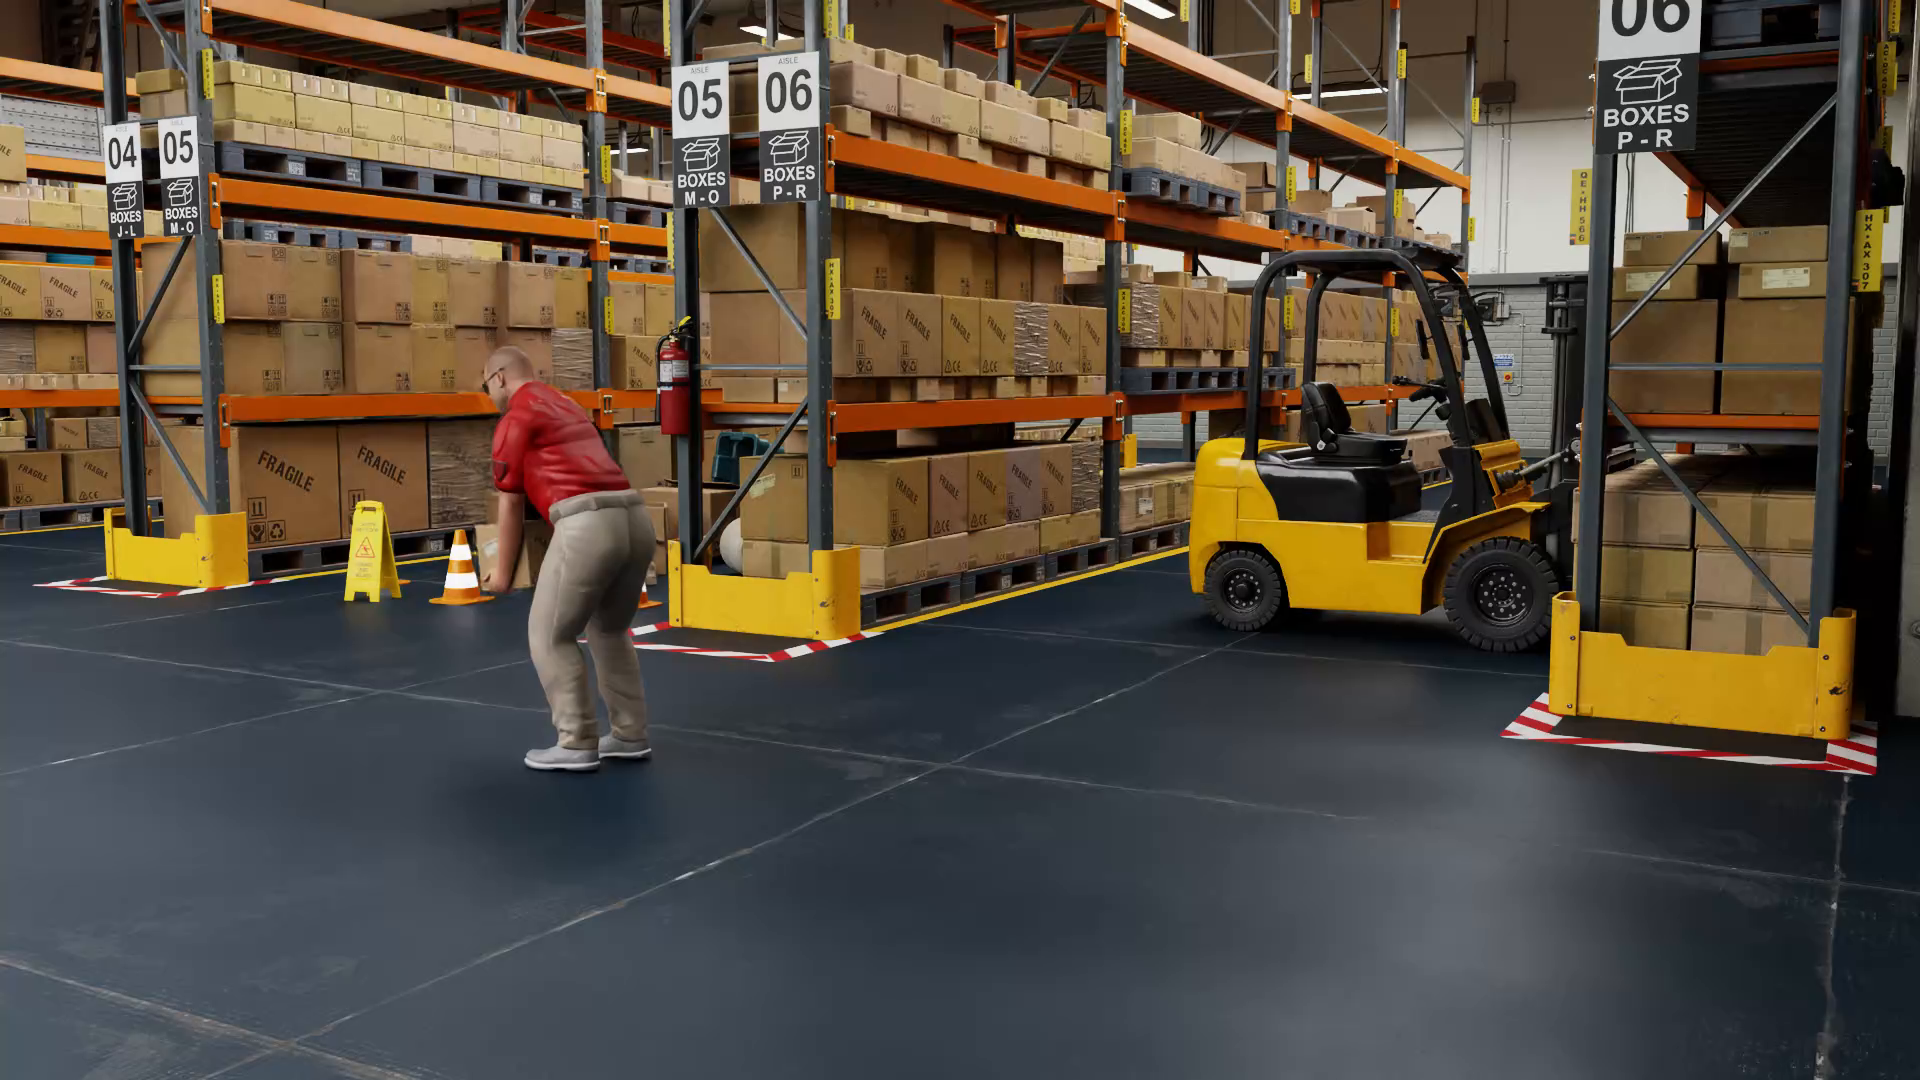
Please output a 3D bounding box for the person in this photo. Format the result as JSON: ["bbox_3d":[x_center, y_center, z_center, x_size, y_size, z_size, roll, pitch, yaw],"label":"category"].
[{"bbox_3d":[-1.504,0.062,6.313,0.679,1.592,0.483,3,7,27],"label":"person"}]
